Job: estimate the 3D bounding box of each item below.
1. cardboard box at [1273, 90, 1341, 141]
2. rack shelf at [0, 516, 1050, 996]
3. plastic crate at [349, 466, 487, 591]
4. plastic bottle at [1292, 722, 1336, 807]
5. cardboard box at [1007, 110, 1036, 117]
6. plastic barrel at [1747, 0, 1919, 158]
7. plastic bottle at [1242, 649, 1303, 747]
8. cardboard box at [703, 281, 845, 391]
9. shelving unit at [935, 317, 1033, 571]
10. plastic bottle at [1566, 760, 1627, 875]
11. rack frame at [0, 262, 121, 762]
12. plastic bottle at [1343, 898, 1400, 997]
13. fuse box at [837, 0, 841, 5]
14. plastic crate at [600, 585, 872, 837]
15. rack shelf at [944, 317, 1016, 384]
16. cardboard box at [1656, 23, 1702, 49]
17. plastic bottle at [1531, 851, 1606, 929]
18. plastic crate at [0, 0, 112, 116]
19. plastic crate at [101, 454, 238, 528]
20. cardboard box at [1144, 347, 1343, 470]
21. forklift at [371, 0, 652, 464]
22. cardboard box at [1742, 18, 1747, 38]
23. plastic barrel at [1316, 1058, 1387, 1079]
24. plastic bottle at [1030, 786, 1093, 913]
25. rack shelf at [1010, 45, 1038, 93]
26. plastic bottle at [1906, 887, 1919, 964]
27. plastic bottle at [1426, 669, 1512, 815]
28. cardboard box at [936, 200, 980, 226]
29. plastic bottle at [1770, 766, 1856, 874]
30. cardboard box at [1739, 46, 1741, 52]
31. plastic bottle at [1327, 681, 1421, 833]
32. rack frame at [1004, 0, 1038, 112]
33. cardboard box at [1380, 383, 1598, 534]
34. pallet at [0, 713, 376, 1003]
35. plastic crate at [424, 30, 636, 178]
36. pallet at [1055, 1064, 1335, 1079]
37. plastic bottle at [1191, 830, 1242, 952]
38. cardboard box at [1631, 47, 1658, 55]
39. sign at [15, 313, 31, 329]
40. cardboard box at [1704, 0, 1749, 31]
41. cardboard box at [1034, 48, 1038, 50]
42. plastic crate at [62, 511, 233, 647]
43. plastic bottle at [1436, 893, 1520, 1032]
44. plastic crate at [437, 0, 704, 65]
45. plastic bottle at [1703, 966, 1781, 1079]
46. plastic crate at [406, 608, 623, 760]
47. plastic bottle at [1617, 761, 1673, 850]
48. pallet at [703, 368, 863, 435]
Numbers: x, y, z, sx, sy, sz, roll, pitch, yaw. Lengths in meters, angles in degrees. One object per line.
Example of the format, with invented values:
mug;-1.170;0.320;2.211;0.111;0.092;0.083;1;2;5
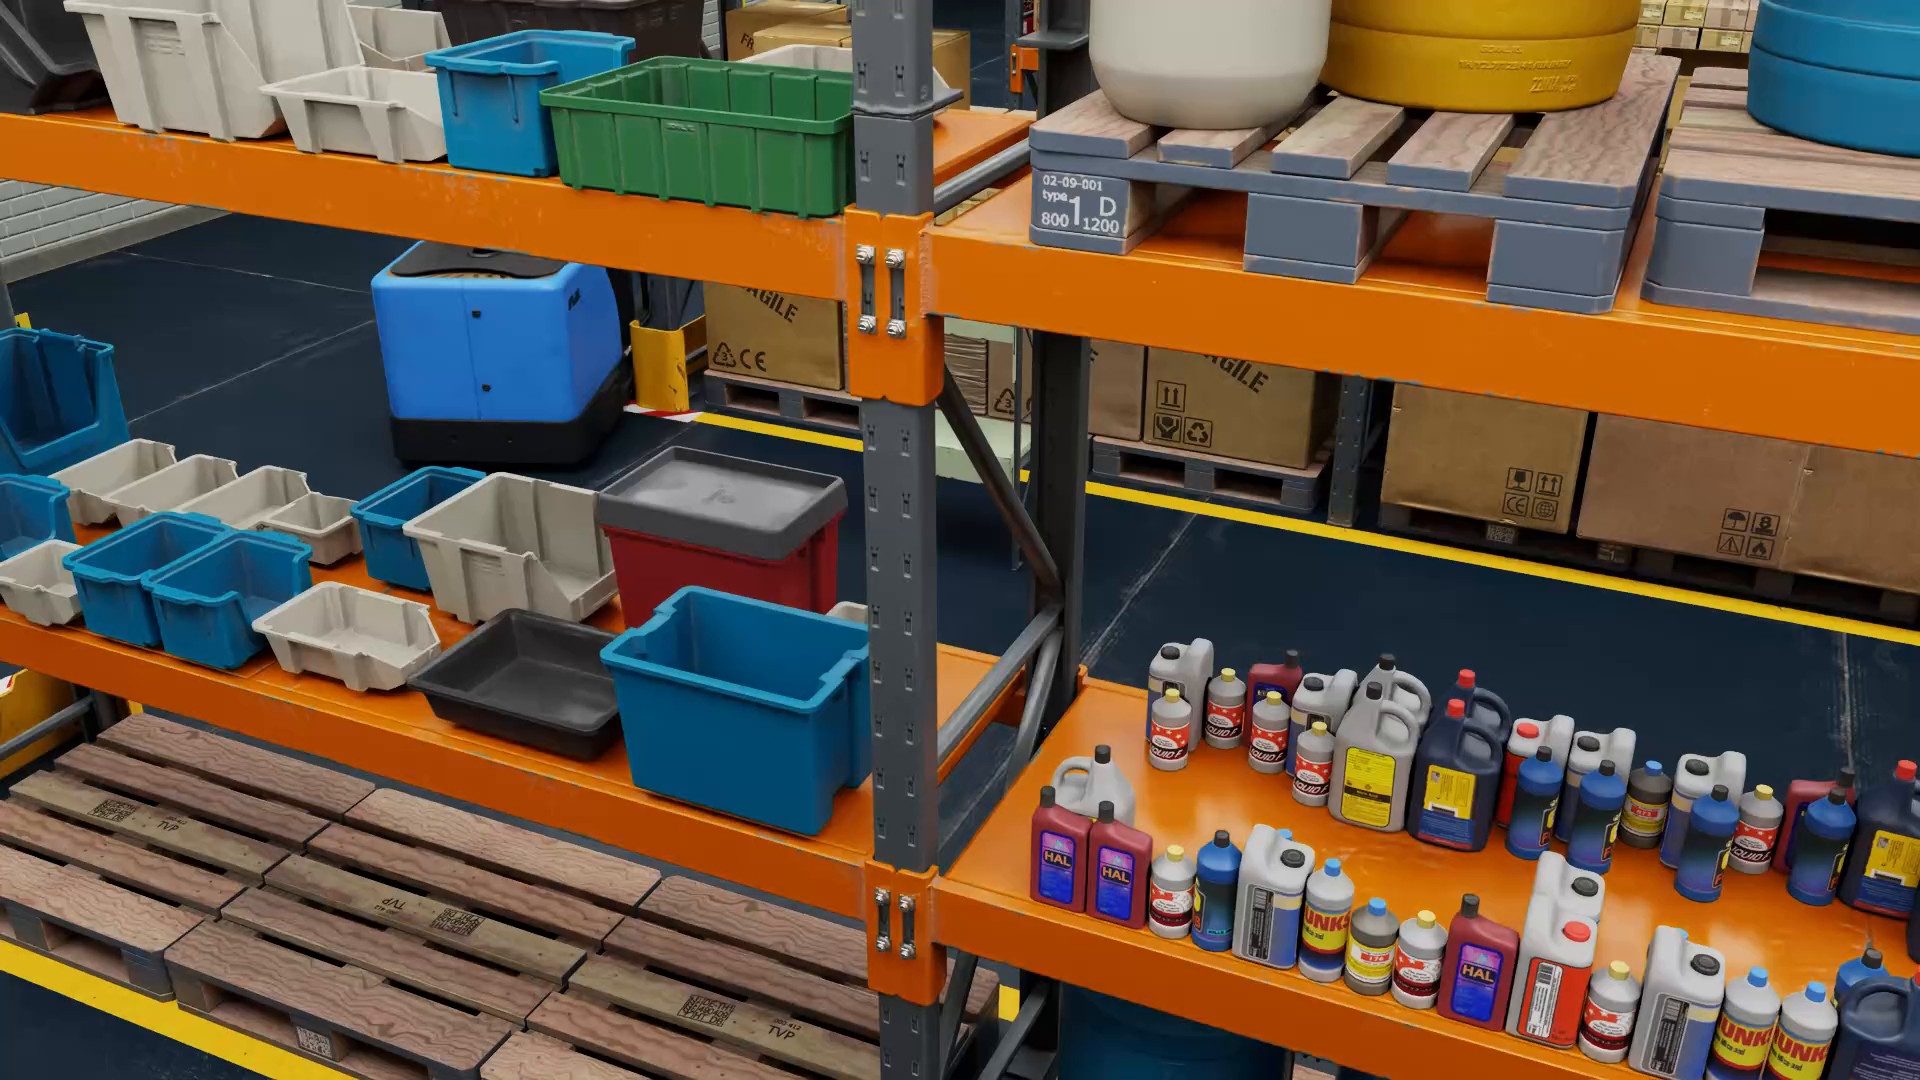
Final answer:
cardboard box;1.586;-1.991;7.881;0.500;0.500;0.500;12;29;23
rack shelf;-1.756;0.337;4.984;4.000;0.370;1.077;11;28;22
plastic crate;-1.601;-0.031;5.038;0.300;0.233;0.416;11;28;22
plastic bottle;0.855;0.532;3.999;0.097;0.201;0.097;0;26;0
cardboard box;0.426;-2.148;9.049;0.500;0.250;0.500;11;28;22
plastic barrel;1.682;-1.128;2.707;0.708;0.901;0.600;11;28;22
plastic bottle;0.787;0.398;4.177;0.133;0.283;0.061;11;28;22
cardboard box;-0.910;-1.493;9.817;0.875;0.875;0.875;11;28;22
shelving unit;0.006;-0.672;7.916;0.755;1.500;0.431;11;28;22
plastic bottle;1.437;0.617;3.746;0.097;0.271;0.097;0;26;0
rack frame;-3.576;-0.351;5.568;0.127;3.000;1.000;11;28;22
plastic bottle;0.845;0.824;3.406;0.097;0.201;0.097;0;26;0
fuse box;-1.564;-7.589;21.727;0.414;1.711;0.539;11;28;22
plastic crate;-0.501;0.412;3.967;0.575;0.384;0.392;11;28;22
rack shelf;0.006;-1.022;7.744;0.720;0.370;0.431;11;28;22
cardboard box;4.900;-3.446;11.325;0.250;0.149;0.380;12;29;23
plastic bottle;1.234;0.782;3.407;0.135;0.276;0.152;11;28;22
plastic crate;-2.299;-1.279;4.127;0.767;0.338;0.504;11;28;22
plastic crate;-2.501;-0.125;5.338;0.243;0.136;0.396;11;28;22
cardboard box;1.547;-0.999;8.814;0.875;0.875;0.875;11;28;22
forklift;-2.460;-2.336;9.676;1.130;2.935;3.031;2;26;3
cardboard box;5.420;-3.661;11.762;0.250;0.149;0.380;10;28;20
plastic barrel;1.198;1.369;3.974;0.708;0.901;0.600;11;28;22
plastic bottle;0.222;0.671;3.623;0.133;0.283;0.061;11;28;22
rack shelf;2.440;-3.630;13.042;4.000;0.370;1.077;11;28;22
plastic bottle;2.099;0.726;3.436;0.185;0.351;0.144;11;28;22
plastic bottle;1.205;0.472;3.950;0.185;0.351;0.144;11;28;22
cardboard box;0.061;-1.752;8.697;0.250;0.149;0.380;11;28;21
plastic bottle;1.912;0.624;3.718;0.133;0.283;0.061;11;28;22
cardboard box;5.369;-3.218;11.199;0.250;0.149;0.380;10;28;20
plastic bottle;0.977;0.497;3.901;0.185;0.351;0.144;11;28;22
rack frame;0.619;-4.319;13.626;0.127;3.000;1.000;11;28;22
cardboard box;2.706;-0.738;8.282;0.875;0.875;1.225;11;28;22
pallet;-2.842;1.066;5.846;1.213;0.211;1.003;11;28;22
plastic crate;-0.896;-0.929;3.534;0.300;0.233;0.416;11;28;22
pallet;0.750;1.789;4.377;1.213;0.211;1.003;11;28;22
plastic bottle;0.545;0.732;3.512;0.097;0.271;0.097;0;26;0
cardboard box;4.683;-3.358;11.483;0.250;0.149;0.380;12;29;23
sign;-3.363;-0.649;5.987;0.005;0.325;0.100;11;28;22
cardboard box;5.143;-3.530;11.159;0.250;0.149;0.380;11;28;21
cardboard box;0.778;-4.015;13.293;0.250;0.149;0.380;11;28;21
plastic crate;-2.289;0.115;4.742;0.300;0.233;0.416;11;28;22
plastic bottle;1.031;0.833;3.294;0.133;0.283;0.061;11;28;22
plastic crate;-0.952;-1.244;4.134;0.590;0.269;0.497;11;28;22
plastic bottle;1.477;0.920;3.132;0.097;0.271;0.097;0;26;0
plastic crate;-1.065;0.380;4.326;0.590;0.125;0.437;11;28;22
plastic bottle;1.589;0.605;3.850;0.097;0.201;0.097;0;26;0
pallet;-0.766;-0.977;9.996;1.213;0.211;1.003;11;28;22
